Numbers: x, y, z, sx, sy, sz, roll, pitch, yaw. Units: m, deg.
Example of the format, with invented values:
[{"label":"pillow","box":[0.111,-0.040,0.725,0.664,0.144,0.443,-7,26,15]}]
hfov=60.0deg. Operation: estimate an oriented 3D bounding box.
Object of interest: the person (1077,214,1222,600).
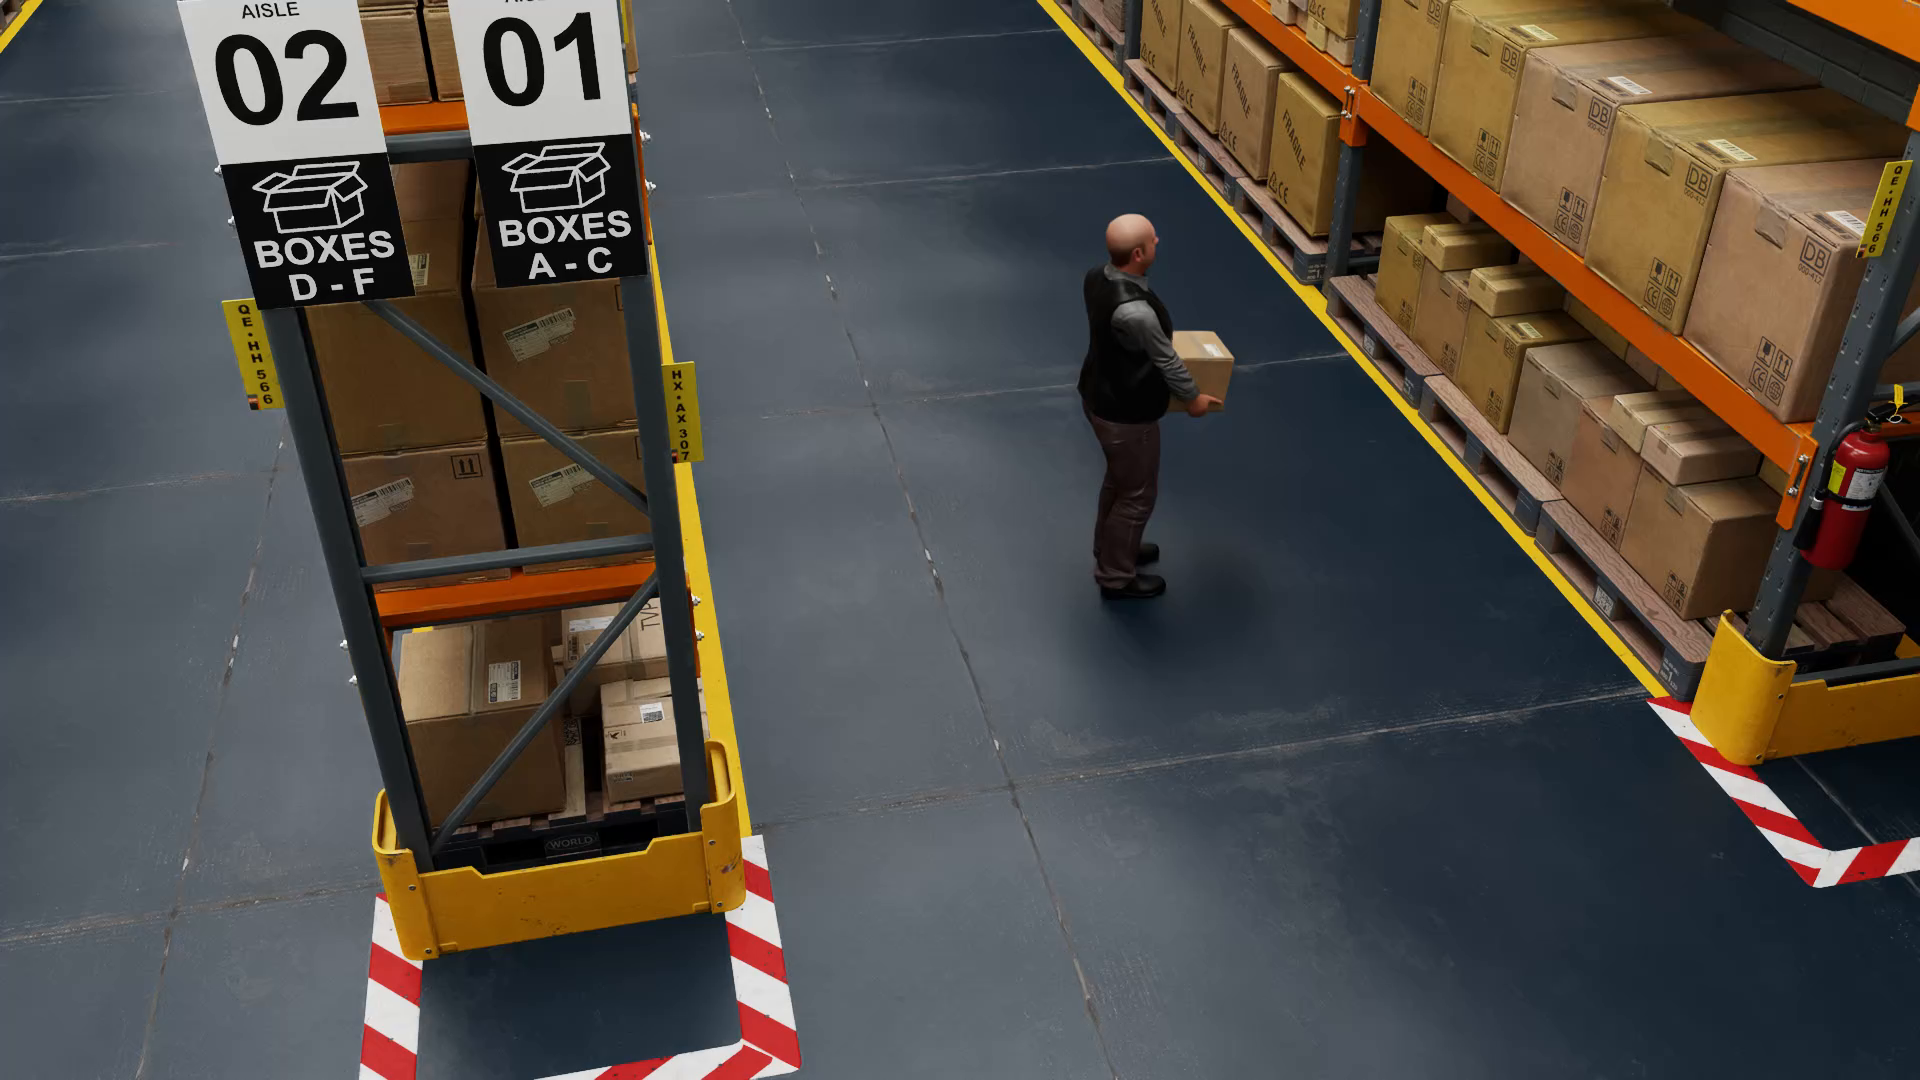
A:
[{"label":"person","box":[0.782,-0.571,7.012,0.556,1.720,0.495,-7,35,-10]}]
